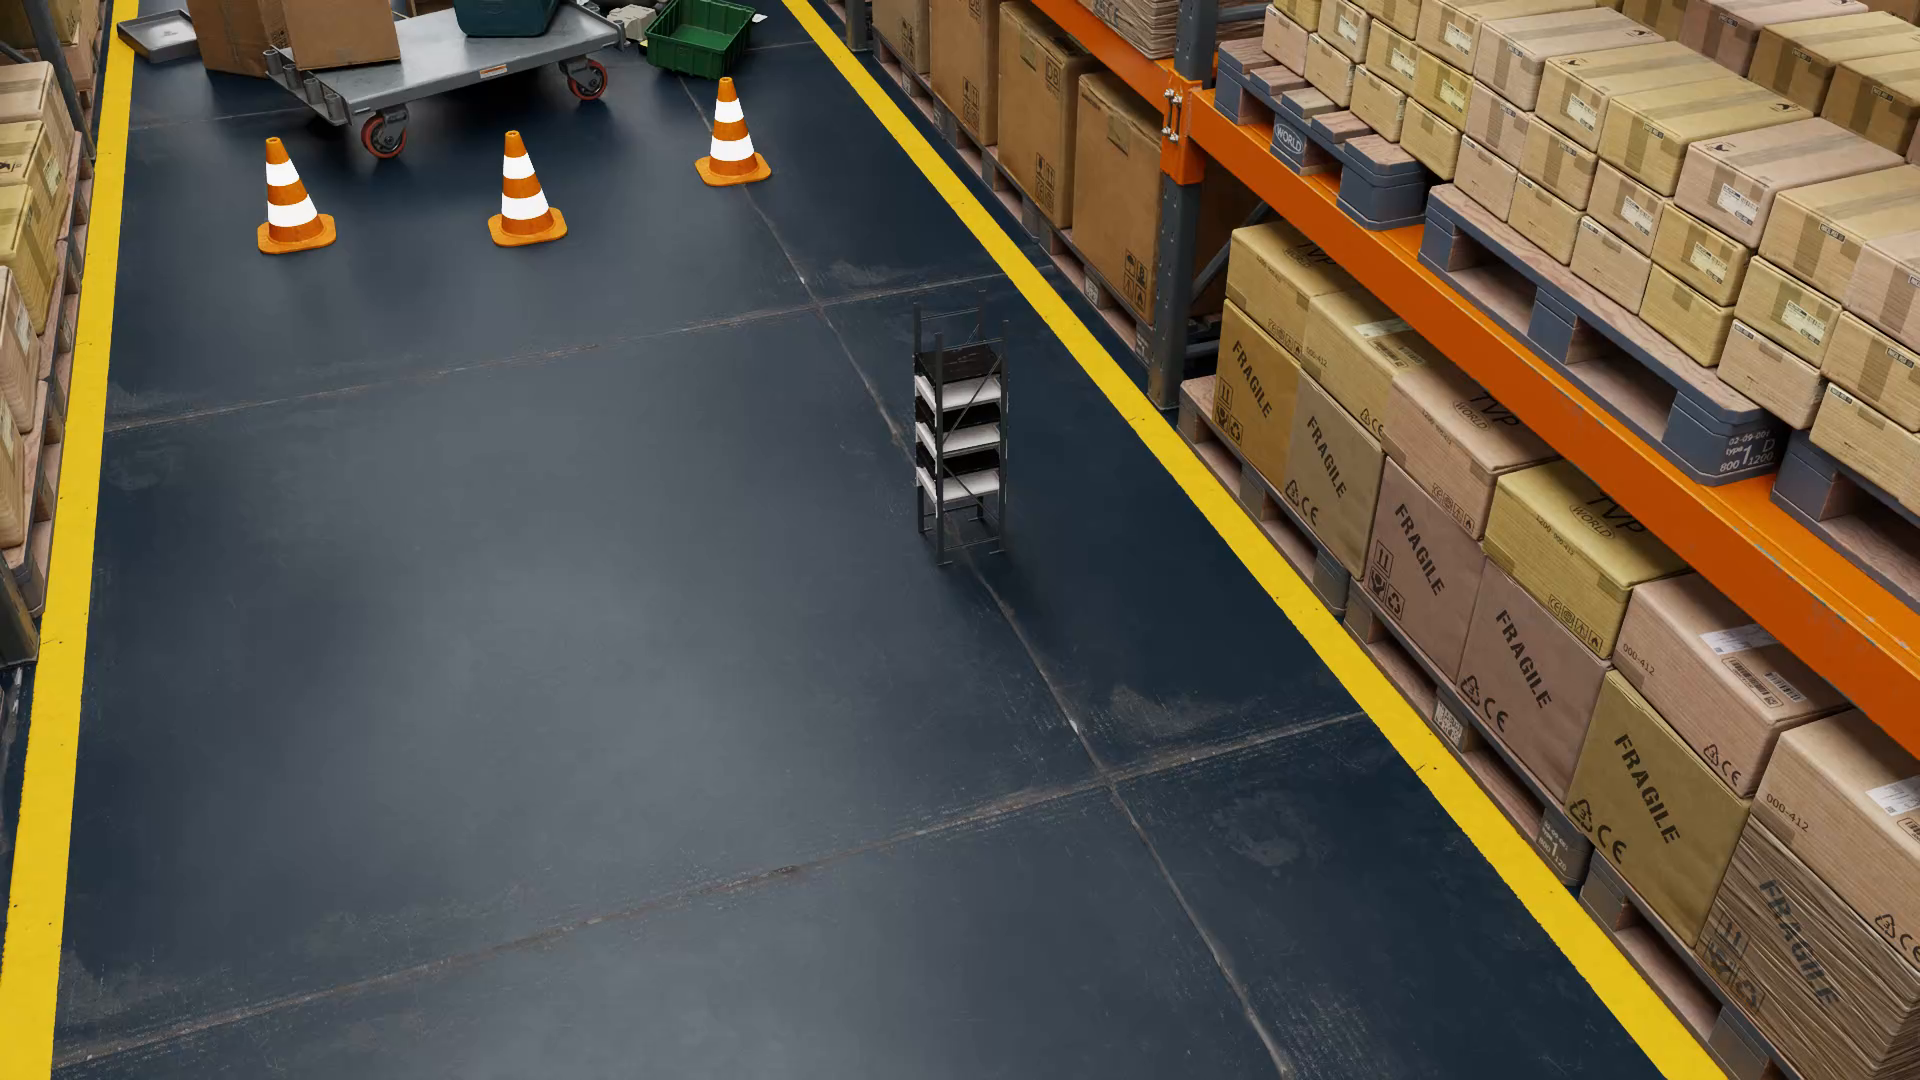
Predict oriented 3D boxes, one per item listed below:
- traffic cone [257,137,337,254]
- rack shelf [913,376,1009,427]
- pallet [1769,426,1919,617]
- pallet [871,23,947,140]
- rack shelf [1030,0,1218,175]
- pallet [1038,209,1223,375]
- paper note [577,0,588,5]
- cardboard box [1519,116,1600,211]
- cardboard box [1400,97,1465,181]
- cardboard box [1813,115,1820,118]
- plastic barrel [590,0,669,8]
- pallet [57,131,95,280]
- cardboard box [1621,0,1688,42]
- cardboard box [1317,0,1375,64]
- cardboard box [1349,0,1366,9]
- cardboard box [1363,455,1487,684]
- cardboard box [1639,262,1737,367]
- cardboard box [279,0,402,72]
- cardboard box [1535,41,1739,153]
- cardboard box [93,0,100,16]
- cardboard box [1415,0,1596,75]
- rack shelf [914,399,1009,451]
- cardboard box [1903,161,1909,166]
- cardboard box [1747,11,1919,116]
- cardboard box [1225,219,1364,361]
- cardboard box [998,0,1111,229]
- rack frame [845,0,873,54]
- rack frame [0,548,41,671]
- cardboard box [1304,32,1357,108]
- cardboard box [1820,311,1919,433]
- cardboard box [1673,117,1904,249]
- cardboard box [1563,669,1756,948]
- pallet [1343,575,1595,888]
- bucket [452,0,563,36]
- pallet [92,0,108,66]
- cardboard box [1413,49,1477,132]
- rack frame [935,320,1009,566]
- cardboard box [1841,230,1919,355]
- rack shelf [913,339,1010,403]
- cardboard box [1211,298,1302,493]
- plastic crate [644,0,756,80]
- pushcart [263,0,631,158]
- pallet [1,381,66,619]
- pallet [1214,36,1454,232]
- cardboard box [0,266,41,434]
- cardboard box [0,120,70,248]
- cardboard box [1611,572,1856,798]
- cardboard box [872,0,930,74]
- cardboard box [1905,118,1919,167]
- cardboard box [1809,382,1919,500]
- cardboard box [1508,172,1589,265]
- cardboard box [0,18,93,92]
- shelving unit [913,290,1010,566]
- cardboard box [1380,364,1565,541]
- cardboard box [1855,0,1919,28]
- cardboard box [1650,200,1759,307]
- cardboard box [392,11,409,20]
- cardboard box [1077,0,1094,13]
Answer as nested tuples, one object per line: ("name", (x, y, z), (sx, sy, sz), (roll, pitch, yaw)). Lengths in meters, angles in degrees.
("traffic cone", (-3.029, -1.578, 7.461), (0.336, 0.463, 0.334), (-12, 39, -16))
("rack shelf", (0.003, -0.472, 5.385), (0.258, 0.077, 0.200), (-12, 39, -16))
("pallet", (2.469, 0.050, 3.350), (1.003, 0.211, 1.213), (-12, 39, -16))
("pallet", (0.179, -2.550, 8.960), (1.003, 0.211, 1.213), (-12, 39, -16))
("rack shelf", (0.531, -2.667, 7.396), (1.077, 0.370, 4.000), (-12, 39, -16))
("pallet", (1.019, -1.172, 7.130), (1.003, 0.211, 1.213), (-12, 39, -16))
("paper note", (-2.343, -3.283, 10.090), (0.172, 0.023, 0.155), (0, 37, 0))
("cardboard box", (1.641, -0.969, 4.156), (0.380, 0.149, 0.250), (-13, 39, -16))
("cardboard box", (1.463, -1.141, 4.632), (0.380, 0.149, 0.250), (-11, 38, -14))
("cardboard box", (2.263, -1.098, 4.327), (0.380, 0.149, 0.250), (-11, 38, -15))
("plastic barrel", (-1.988, -3.378, 9.883), (0.512, 0.421, 0.421), (12, 39, 16))
("pallet", (-4.501, -1.449, 7.498), (1.003, 0.211, 1.213), (-12, 39, -16))
("cardboard box", (2.088, -1.507, 4.623), (0.380, 0.149, 0.250), (-11, 38, -15))
("cardboard box", (1.292, -1.543, 4.918), (0.380, 0.149, 0.250), (-11, 38, -14))
("cardboard box", (1.291, -1.677, 4.849), (0.380, 0.149, 0.250), (-13, 39, -17))
("cardboard box", (1.580, 0.031, 4.944), (0.500, 0.500, 0.500), (-13, 39, -17))
("cardboard box", (1.822, -0.551, 3.848), (0.380, 0.149, 0.250), (-11, 38, -14))
("cardboard box", (-3.109, -2.692, 8.279), (0.500, 0.500, 0.500), (-12, 39, -16))
("cardboard box", (1.650, -1.086, 4.064), (0.380, 0.149, 0.250), (-11, 38, -15))
("cardboard box", (-5.099, -3.059, 9.255), (0.500, 0.250, 0.500), (-13, 39, -17))
("cardboard box", (1.462, -1.388, 4.465), (0.380, 0.149, 0.250), (-14, 39, -18))
("rack shelf", (0.003, -0.400, 5.439), (0.258, 0.077, 0.200), (-12, 39, -16))
("cardboard box", (2.436, -0.809, 3.944), (0.380, 0.149, 0.250), (-13, 39, -17))
("cardboard box", (2.261, -1.217, 4.237), (0.380, 0.149, 0.250), (-11, 38, -14))
("cardboard box", (1.229, -0.854, 5.496), (0.500, 0.250, 0.500), (-14, 39, -18))
("cardboard box", (0.790, -1.949, 7.366), (1.050, 0.750, 0.750), (-12, 39, -15))
("rack frame", (-0.157, -4.084, 8.679), (1.000, 3.000, 0.127), (-12, 39, -16))
("rack frame", (-3.394, -0.743, 4.243), (1.000, 3.000, 0.127), (-12, 39, -16))
("cardboard box", (1.276, -1.446, 5.036), (0.380, 0.149, 0.250), (-11, 38, -14))
("cardboard box", (2.001, -0.378, 3.371), (0.380, 0.149, 0.250), (-14, 39, -17))
("cardboard box", (1.826, -0.793, 3.675), (0.380, 0.149, 0.250), (-14, 39, -18))
("cardboard box", (1.928, 0.610, 4.176), (0.500, 0.500, 0.500), (-13, 39, -17))
("pallet", (1.903, 0.419, 5.018), (1.003, 0.211, 1.213), (-12, 39, -16))
("bucket", (-2.369, -2.983, 8.675), (0.726, 0.611, 0.620), (0, 47, 0))
("pallet", (-5.458, -2.951, 9.492), (1.003, 0.211, 1.213), (-12, 39, -16))
("cardboard box", (1.474, -1.251, 4.530), (0.380, 0.149, 0.250), (-12, 39, -16))
("rack frame", (0.038, -0.297, 5.397), (0.240, 0.900, 0.006), (-12, 39, -16))
("cardboard box", (2.003, -0.503, 3.289), (0.380, 0.149, 0.250), (-13, 39, -16))
("rack shelf", (0.003, -0.544, 5.331), (0.258, 0.077, 0.200), (-12, 39, -16))
("cardboard box", (1.223, -0.541, 5.704), (0.500, 0.500, 0.500), (-14, 39, -18))
("plastic crate", (-1.447, -2.811, 9.278), (0.450, 0.188, 0.662), (14, 38, 2))
("pushcart", (-2.647, -2.455, 8.696), (1.648, 0.377, 0.936), (-27, 45, -31))
("pallet", (-3.661, -0.071, 5.668), (1.003, 0.211, 1.213), (-12, 39, -16))
("pallet", (1.564, -1.367, 5.232), (1.213, 0.211, 1.003), (-12, 39, -16))
("cardboard box", (-3.840, -0.597, 5.885), (0.950, 0.372, 0.625), (-13, 39, -17))
("cardboard box", (-4.337, -1.419, 6.976), (0.950, 0.372, 0.625), (-10, 38, -13))
("cardboard box", (1.938, 0.305, 3.958), (0.500, 0.250, 0.500), (-11, 38, -14))
("cardboard box", (0.141, -3.021, 8.789), (1.050, 0.750, 0.750), (-13, 39, -16))
("cardboard box", (2.446, -0.918, 3.841), (0.380, 0.149, 0.250), (-11, 38, -14))
("cardboard box", (2.013, -0.245, 3.442), (0.380, 0.149, 0.250), (-14, 39, -18))
("cardboard box", (1.642, -0.849, 4.243), (0.380, 0.149, 0.250), (-12, 39, -15))
("cardboard box", (-4.720, -2.461, 8.460), (0.500, 0.250, 0.500), (-14, 39, -18))
("shelving unit", (0.003, -0.355, 5.473), (0.258, 0.900, 0.210), (-12, 39, -16))
("cardboard box", (1.562, -0.285, 4.741), (0.500, 0.250, 0.500), (-12, 39, -16))
("cardboard box", (5.257, -2.976, 8.919), (0.700, 0.500, 0.500), (-9, 38, -12))
("cardboard box", (1.816, -0.679, 3.771), (0.380, 0.149, 0.250), (-12, 39, -16))
("cardboard box", (-3.035, -2.815, 9.266), (0.396, 0.266, 0.258), (19, 41, 23))
("cardboard box", (0.642, -2.345, 6.287), (0.500, 0.500, 0.500), (-12, 39, -16))
